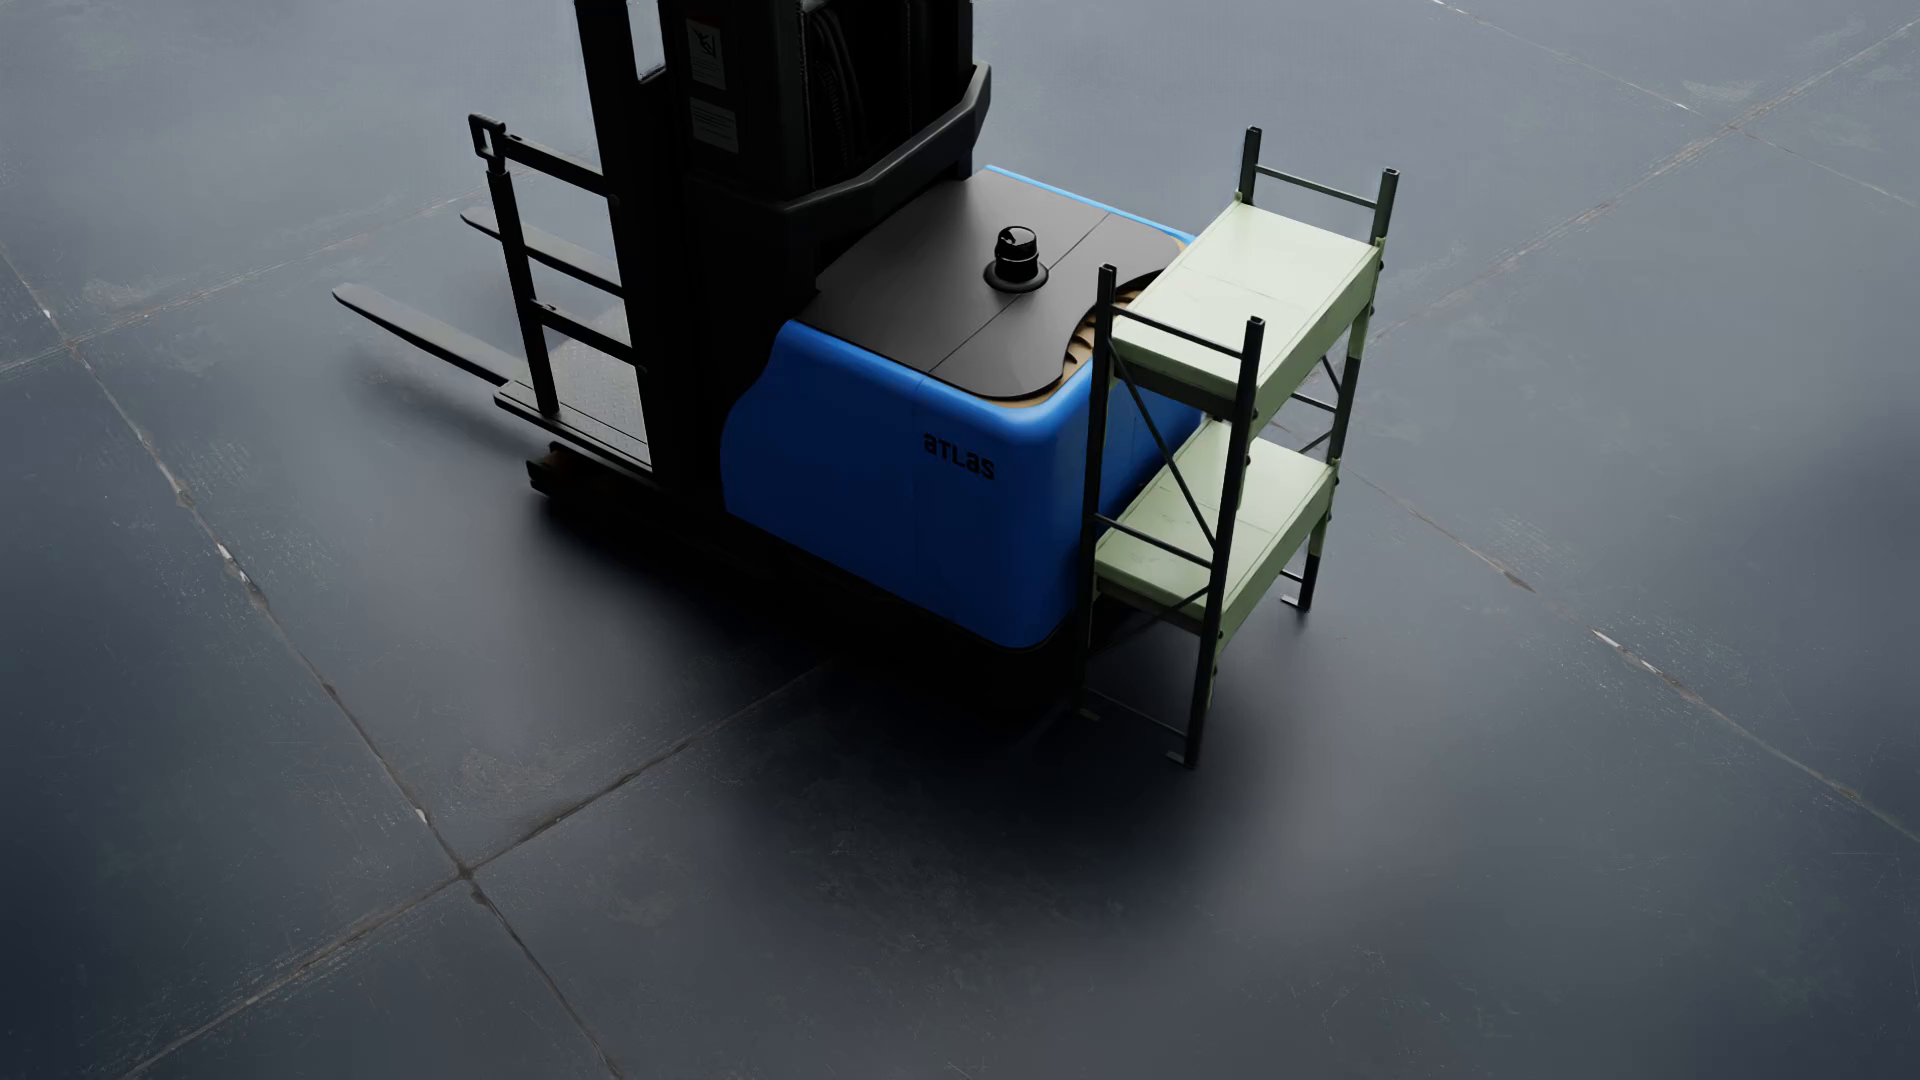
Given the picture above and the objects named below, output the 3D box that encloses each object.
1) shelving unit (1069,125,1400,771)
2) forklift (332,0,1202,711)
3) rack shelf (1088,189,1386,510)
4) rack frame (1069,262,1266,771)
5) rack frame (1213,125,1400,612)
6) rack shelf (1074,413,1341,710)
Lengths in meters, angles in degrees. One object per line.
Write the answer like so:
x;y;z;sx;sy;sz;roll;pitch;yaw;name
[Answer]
0.685;-0.202;4.370;0.431;1.500;0.755;24;48;24;shelving unit
-0.776;-1.389;4.588;3.031;2.935;1.130;25;49;24;forklift
0.685;-0.487;4.103;0.431;0.370;0.720;24;48;24;rack shelf
0.483;0.006;4.148;0.400;1.500;0.023;24;48;24;rack frame
0.888;-0.411;4.592;0.400;1.500;0.023;24;48;24;rack frame
0.685;0.035;4.593;0.431;0.370;0.720;24;48;24;rack shelf
